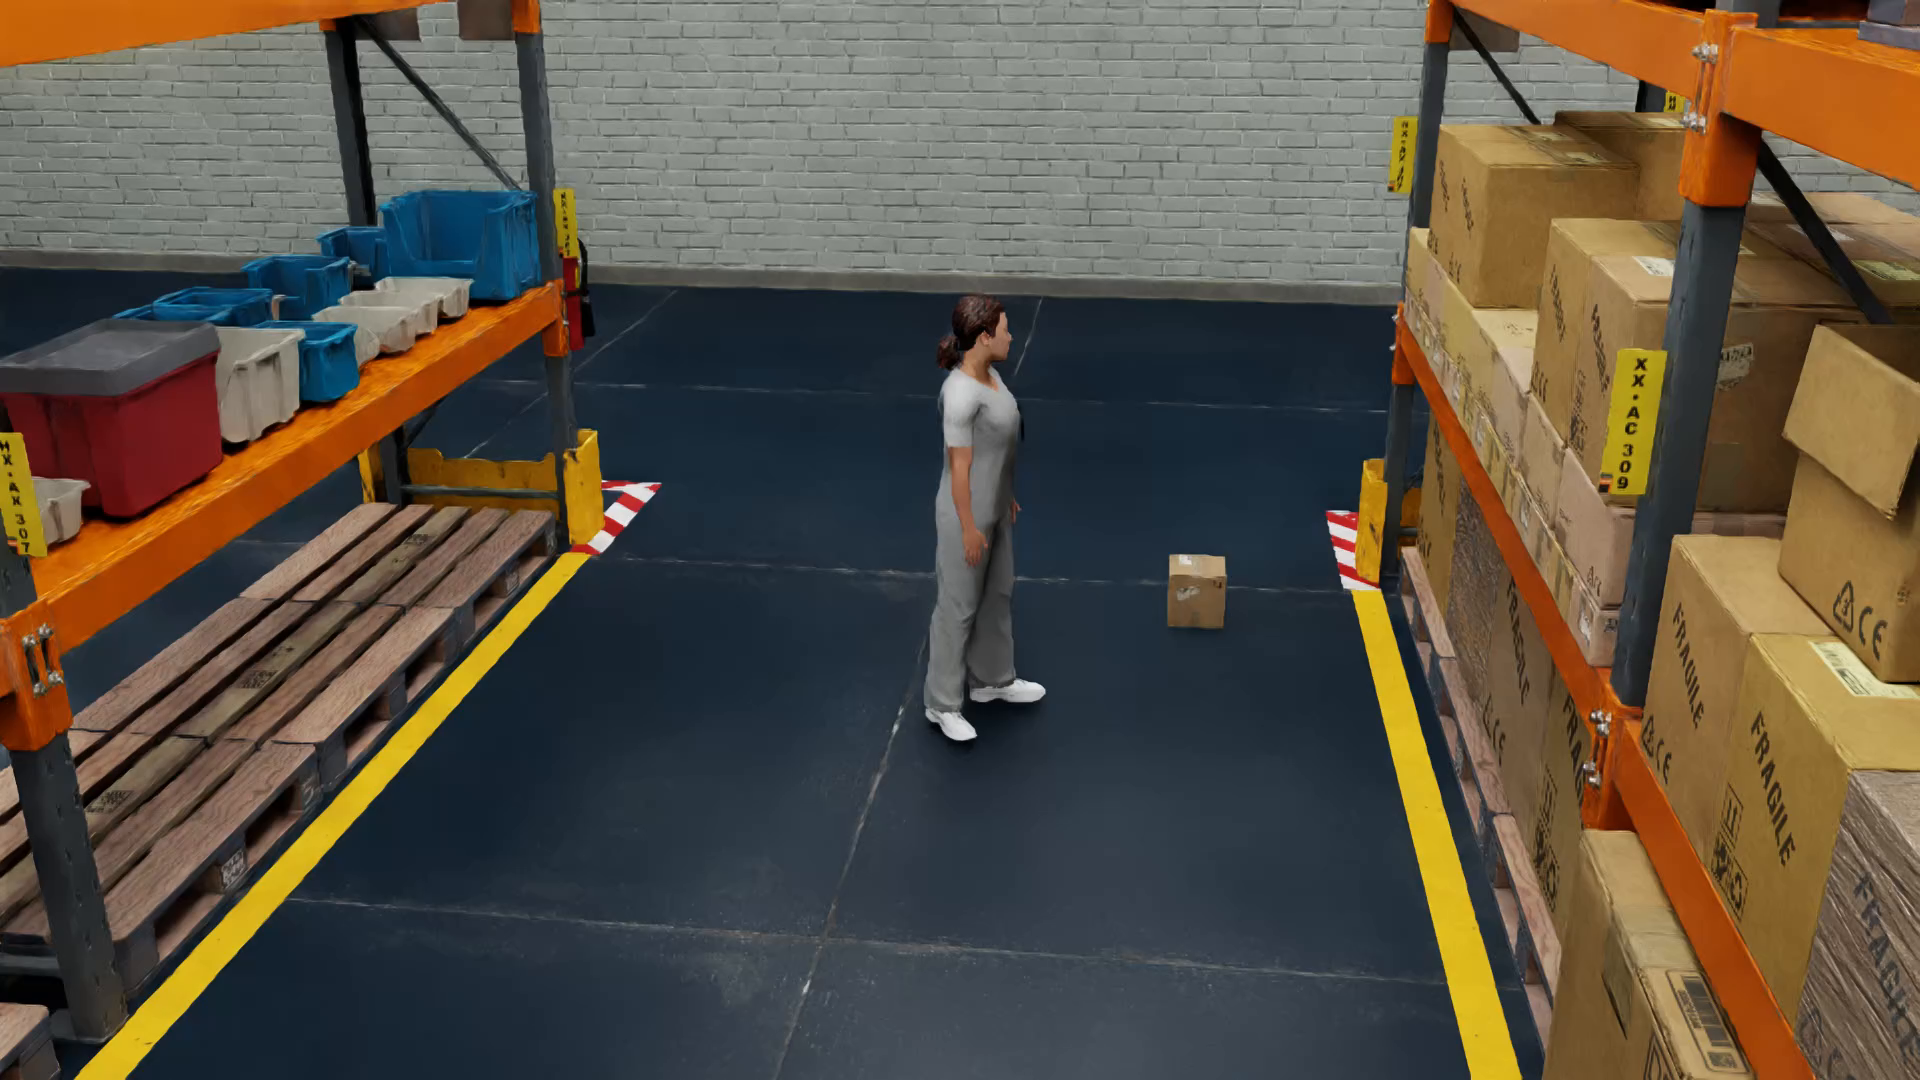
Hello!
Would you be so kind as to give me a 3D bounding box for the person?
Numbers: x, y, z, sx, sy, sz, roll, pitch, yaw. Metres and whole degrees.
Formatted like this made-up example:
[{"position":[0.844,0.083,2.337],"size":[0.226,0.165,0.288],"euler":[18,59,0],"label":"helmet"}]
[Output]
[{"position":[0.085,-0.094,6.259],"size":[0.411,1.675,0.528],"euler":[8,22,19],"label":"person"}]
